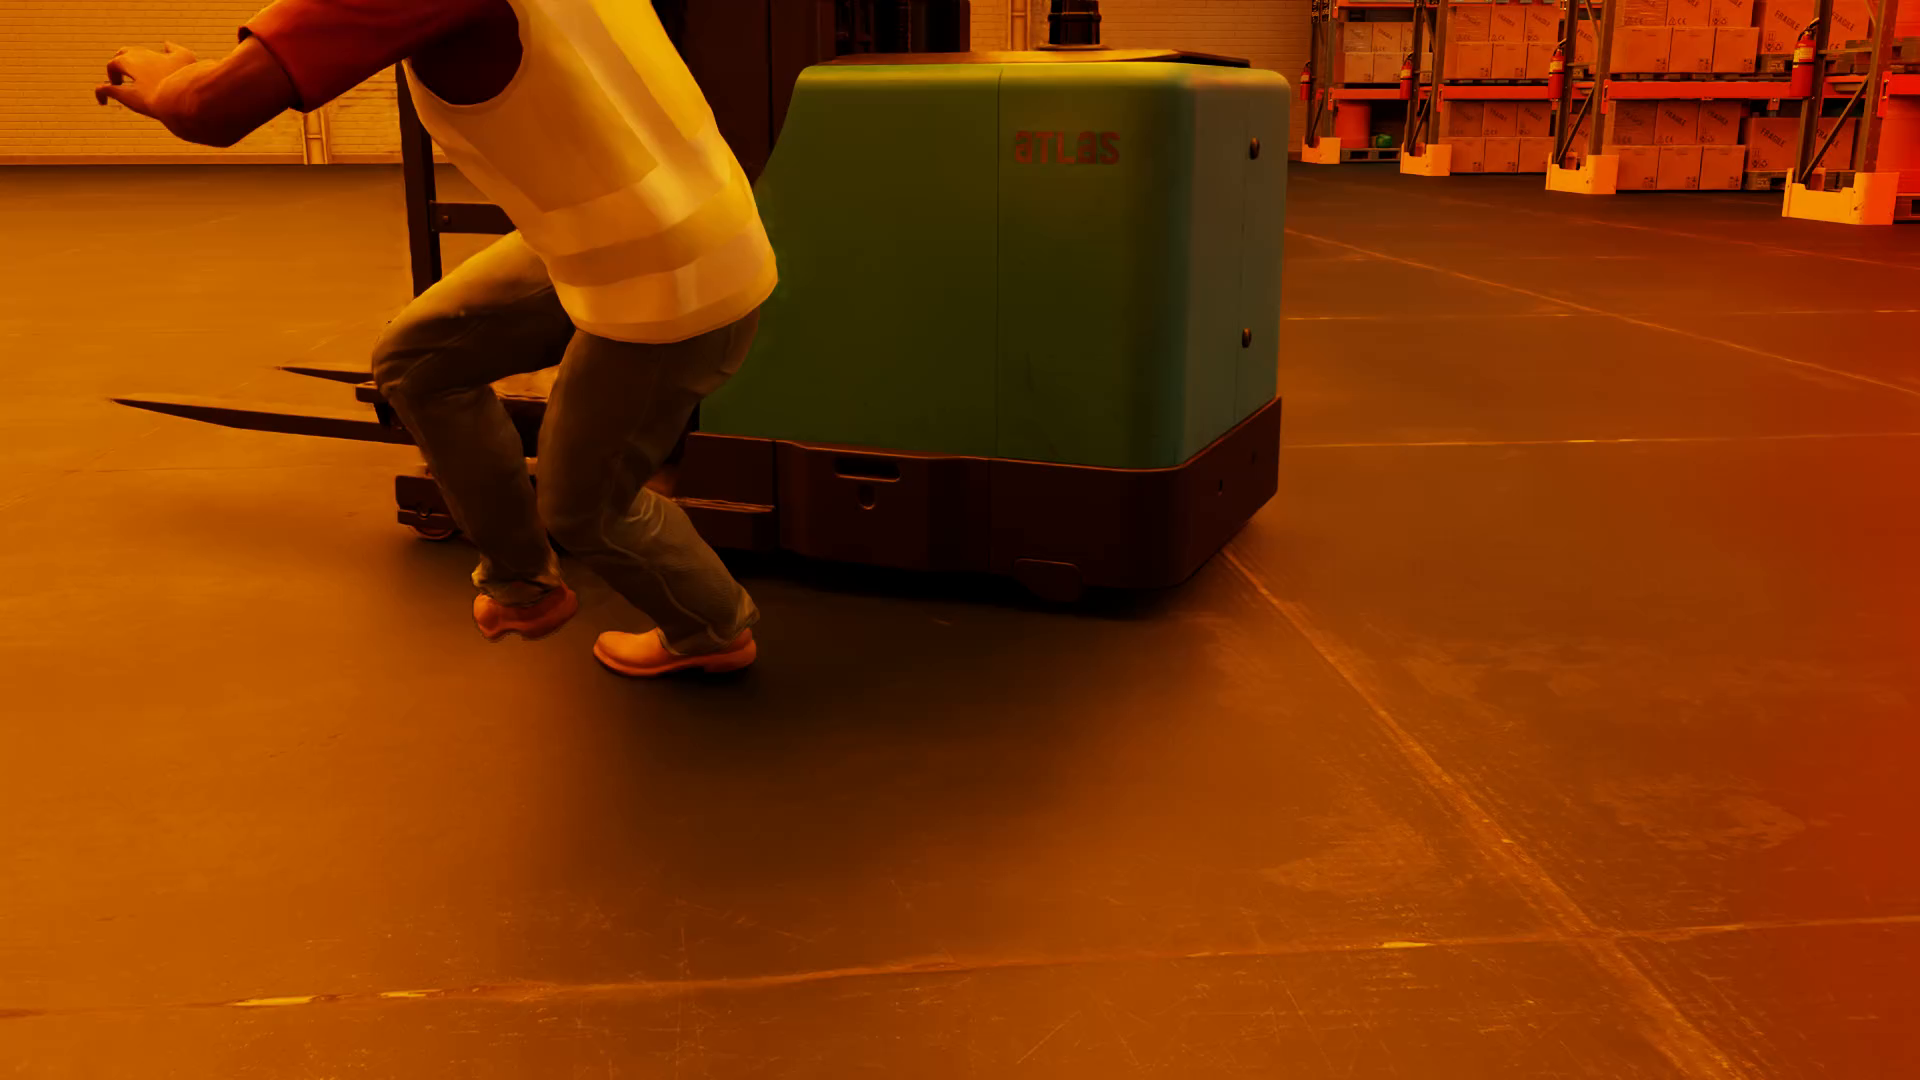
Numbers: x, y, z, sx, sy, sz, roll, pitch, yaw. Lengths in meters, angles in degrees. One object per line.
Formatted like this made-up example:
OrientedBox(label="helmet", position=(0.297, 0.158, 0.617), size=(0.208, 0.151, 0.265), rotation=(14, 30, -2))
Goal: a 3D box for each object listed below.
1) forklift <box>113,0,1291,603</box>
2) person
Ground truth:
OrientedBox(label="forklift", position=(-0.782, -1.514, 3.929), size=(3.031, 2.935, 1.130), rotation=(6, 16, 22))
OrientedBox(label="person", position=(-0.727, -0.413, 2.526), size=(0.901, 1.512, 1.030), rotation=(-1, 15, -5))
